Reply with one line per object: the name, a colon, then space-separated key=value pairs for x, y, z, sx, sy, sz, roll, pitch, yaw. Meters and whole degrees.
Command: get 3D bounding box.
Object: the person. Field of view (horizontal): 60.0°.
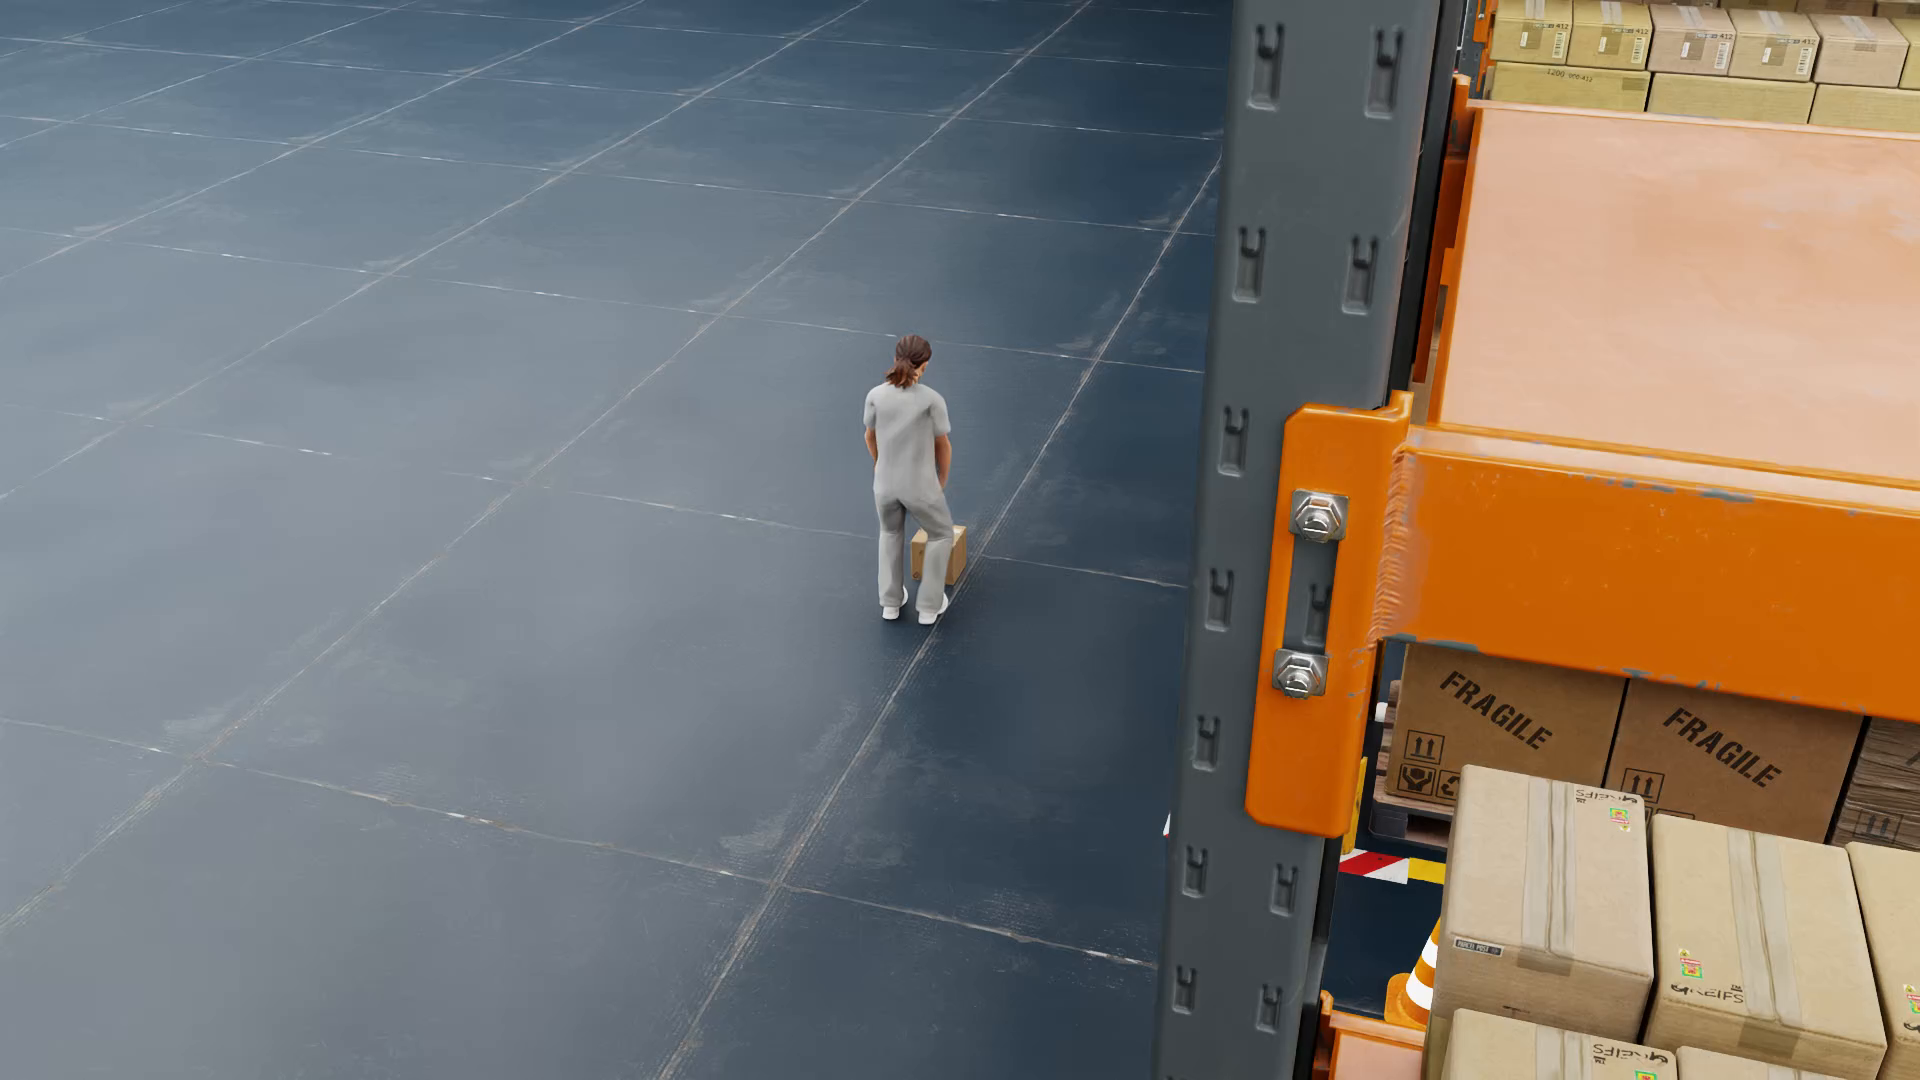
person: x=-0.279 y=-0.304 z=8.785 sx=0.475 sy=1.574 sz=0.467 roll=9 pitch=31 yaw=16
